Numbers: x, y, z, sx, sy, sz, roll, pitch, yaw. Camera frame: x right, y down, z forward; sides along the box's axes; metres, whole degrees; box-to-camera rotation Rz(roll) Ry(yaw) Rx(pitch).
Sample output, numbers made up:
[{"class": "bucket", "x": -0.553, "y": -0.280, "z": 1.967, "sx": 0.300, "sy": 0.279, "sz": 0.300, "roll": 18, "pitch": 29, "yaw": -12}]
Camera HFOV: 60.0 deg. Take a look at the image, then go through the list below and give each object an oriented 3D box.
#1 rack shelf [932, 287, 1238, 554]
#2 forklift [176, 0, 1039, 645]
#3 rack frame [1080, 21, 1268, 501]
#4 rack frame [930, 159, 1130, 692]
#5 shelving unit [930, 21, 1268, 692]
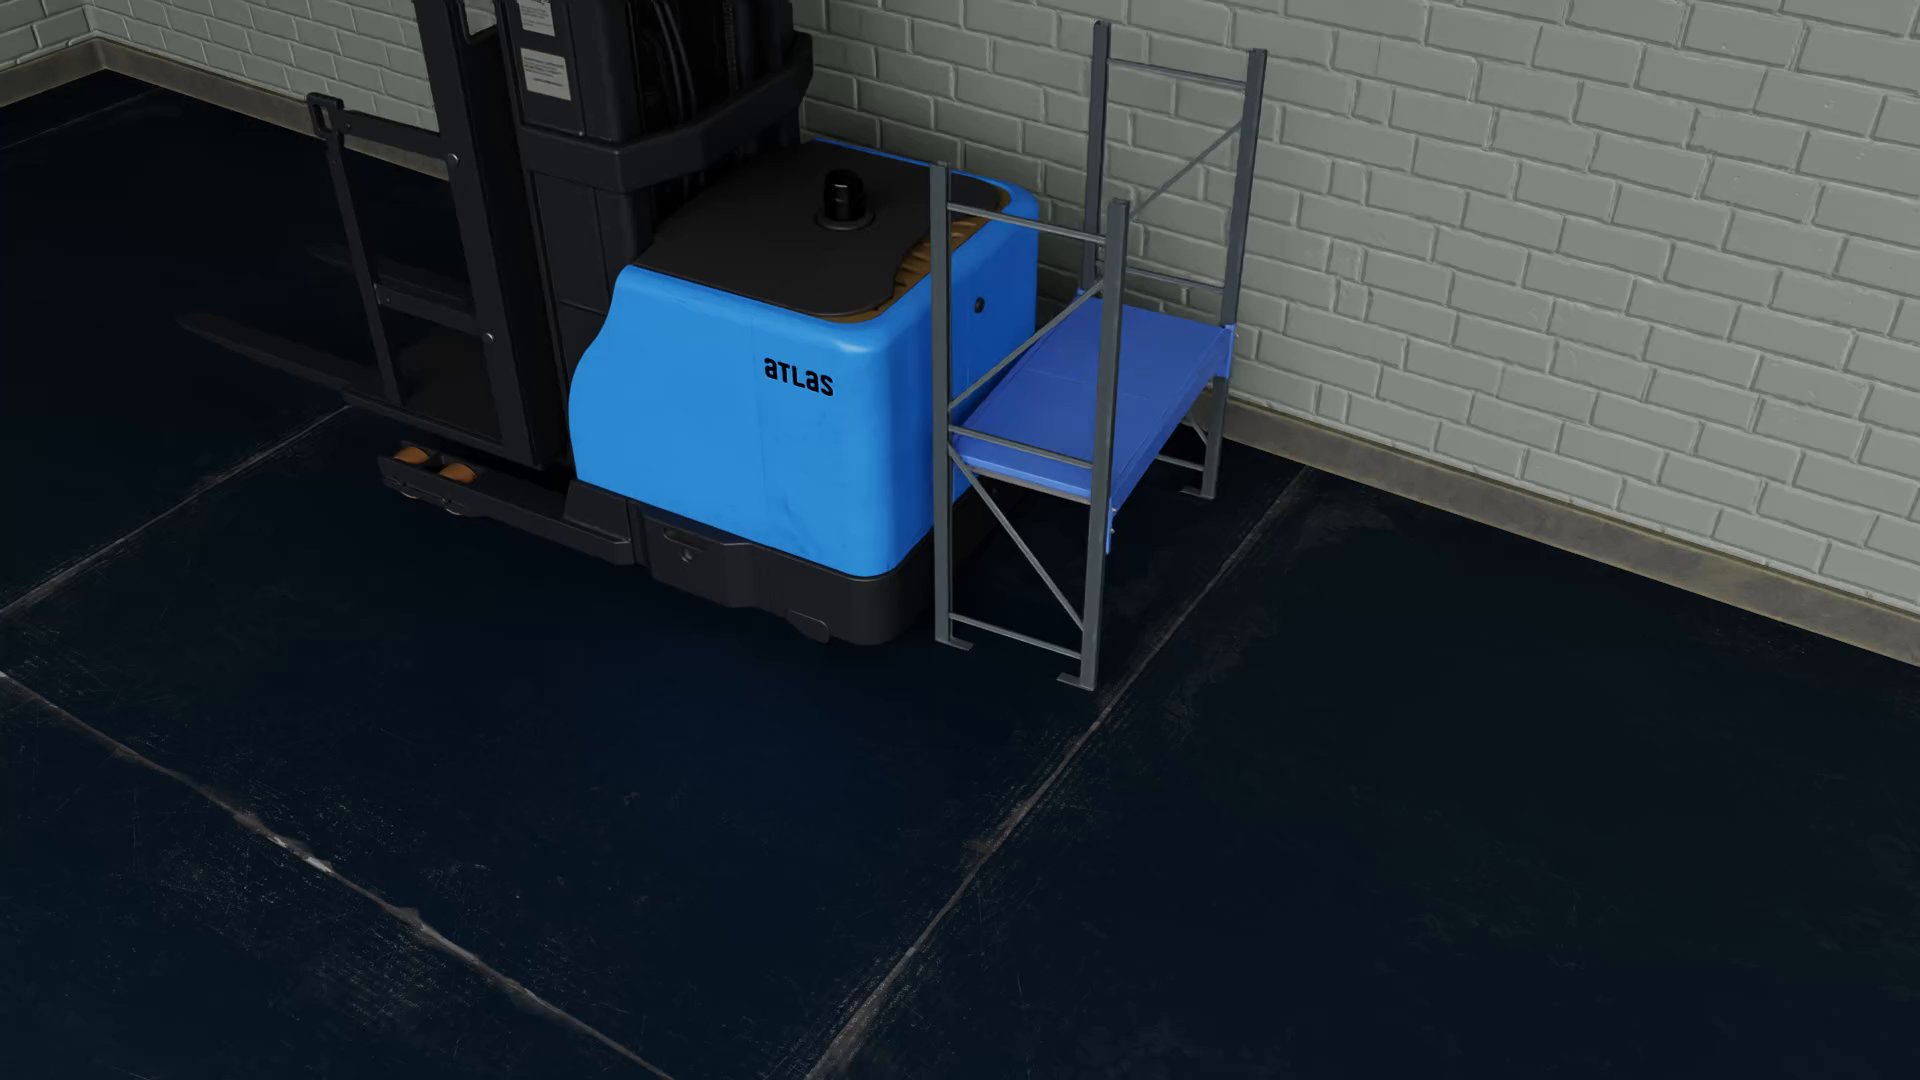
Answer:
[{"class": "rack shelf", "x": 0.382, "y": -0.377, "z": 4.804, "sx": 0.538, "sy": 0.185, "sz": 1.000, "roll": 17, "pitch": 41, "yaw": 20}, {"class": "forklift", "x": -1.297, "y": -1.503, "z": 4.799, "sx": 3.031, "sy": 2.935, "sz": 1.130, "roll": 18, "pitch": 41, "yaw": 22}, {"class": "rack frame", "x": 0.606, "y": -0.798, "z": 5.056, "sx": 0.500, "sy": 1.500, "sz": 0.032, "roll": 17, "pitch": 41, "yaw": 20}, {"class": "rack frame", "x": 0.158, "y": -0.240, "z": 4.333, "sx": 0.500, "sy": 1.500, "sz": 0.032, "roll": 17, "pitch": 41, "yaw": 20}, {"class": "shelving unit", "x": 0.382, "y": -0.519, "z": 4.695, "sx": 0.538, "sy": 1.500, "sz": 1.048, "roll": 17, "pitch": 41, "yaw": 20}]
